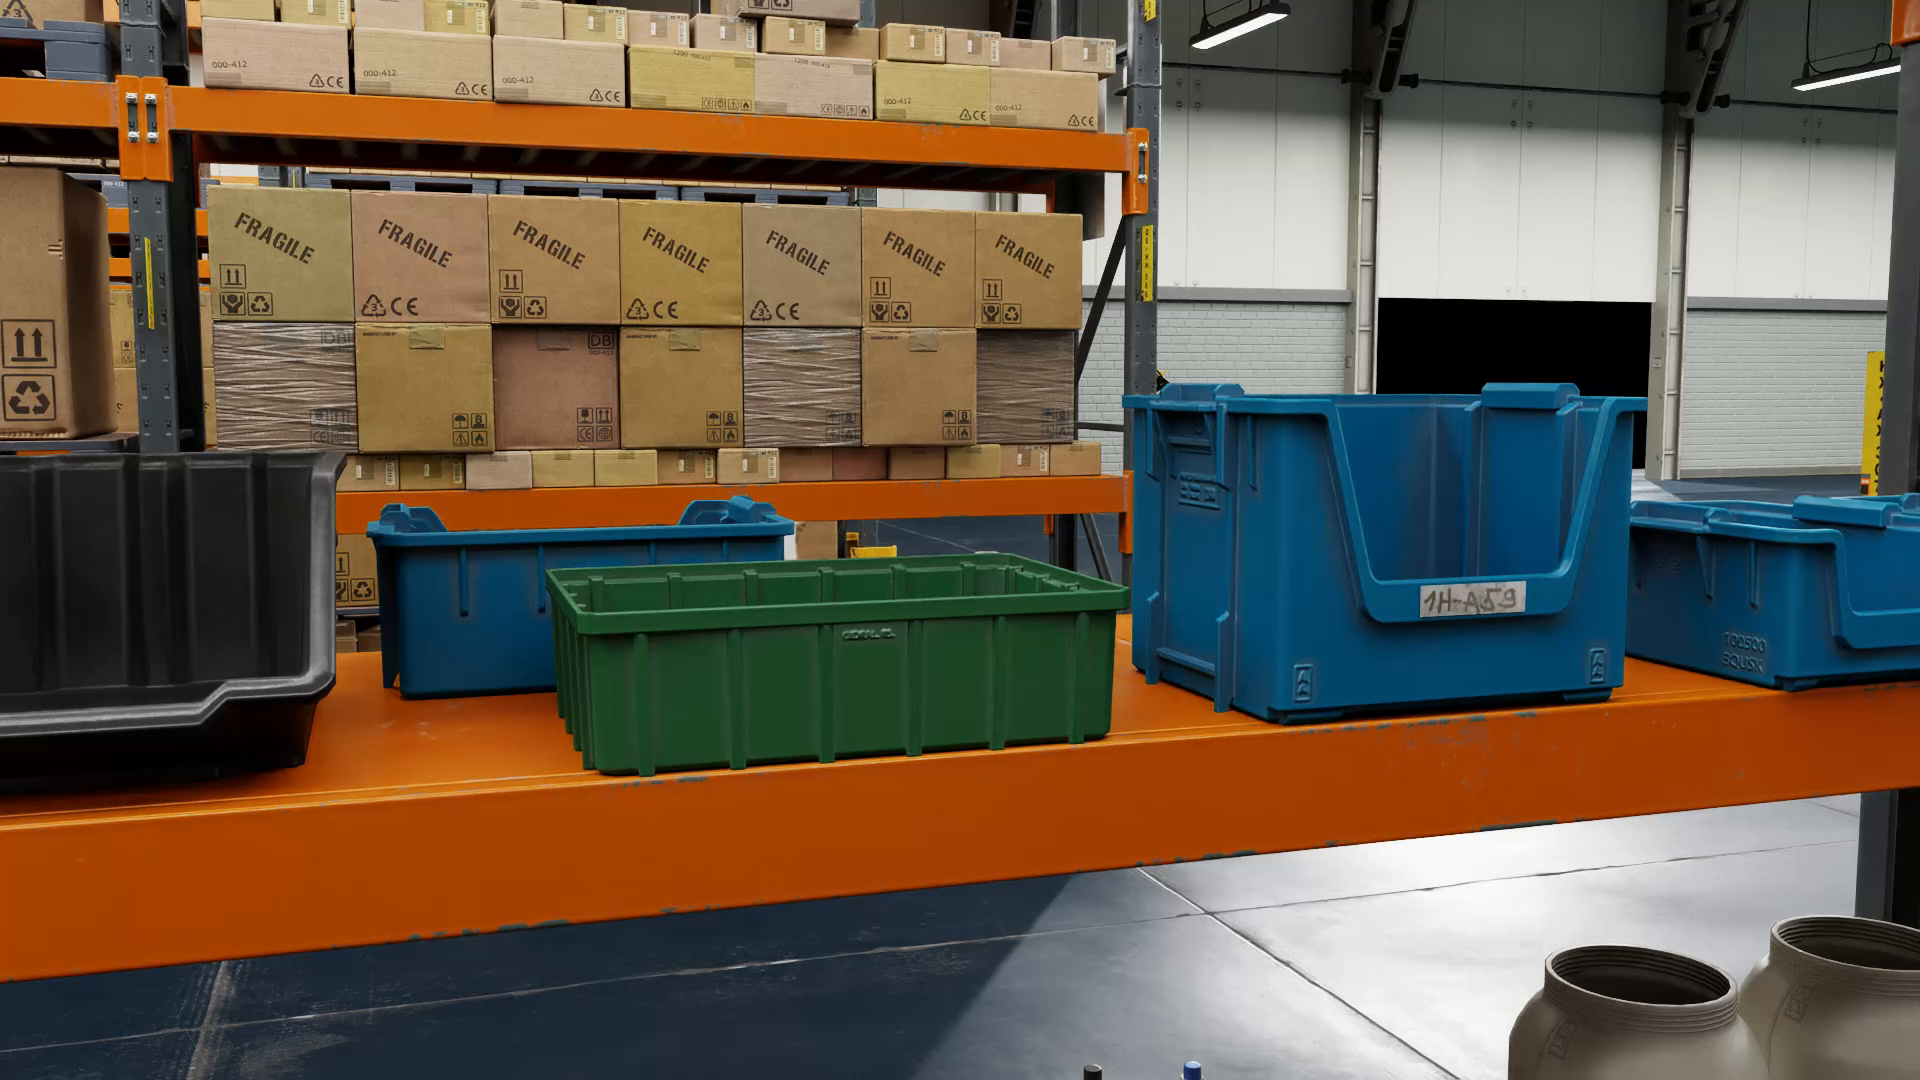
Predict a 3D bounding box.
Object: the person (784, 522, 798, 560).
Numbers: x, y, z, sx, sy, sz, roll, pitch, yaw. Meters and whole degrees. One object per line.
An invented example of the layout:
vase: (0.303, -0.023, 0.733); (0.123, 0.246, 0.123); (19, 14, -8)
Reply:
person: (-1.216, -0.081, 9.625); (0.564, 1.778, 0.380); (-2, 6, -17)
